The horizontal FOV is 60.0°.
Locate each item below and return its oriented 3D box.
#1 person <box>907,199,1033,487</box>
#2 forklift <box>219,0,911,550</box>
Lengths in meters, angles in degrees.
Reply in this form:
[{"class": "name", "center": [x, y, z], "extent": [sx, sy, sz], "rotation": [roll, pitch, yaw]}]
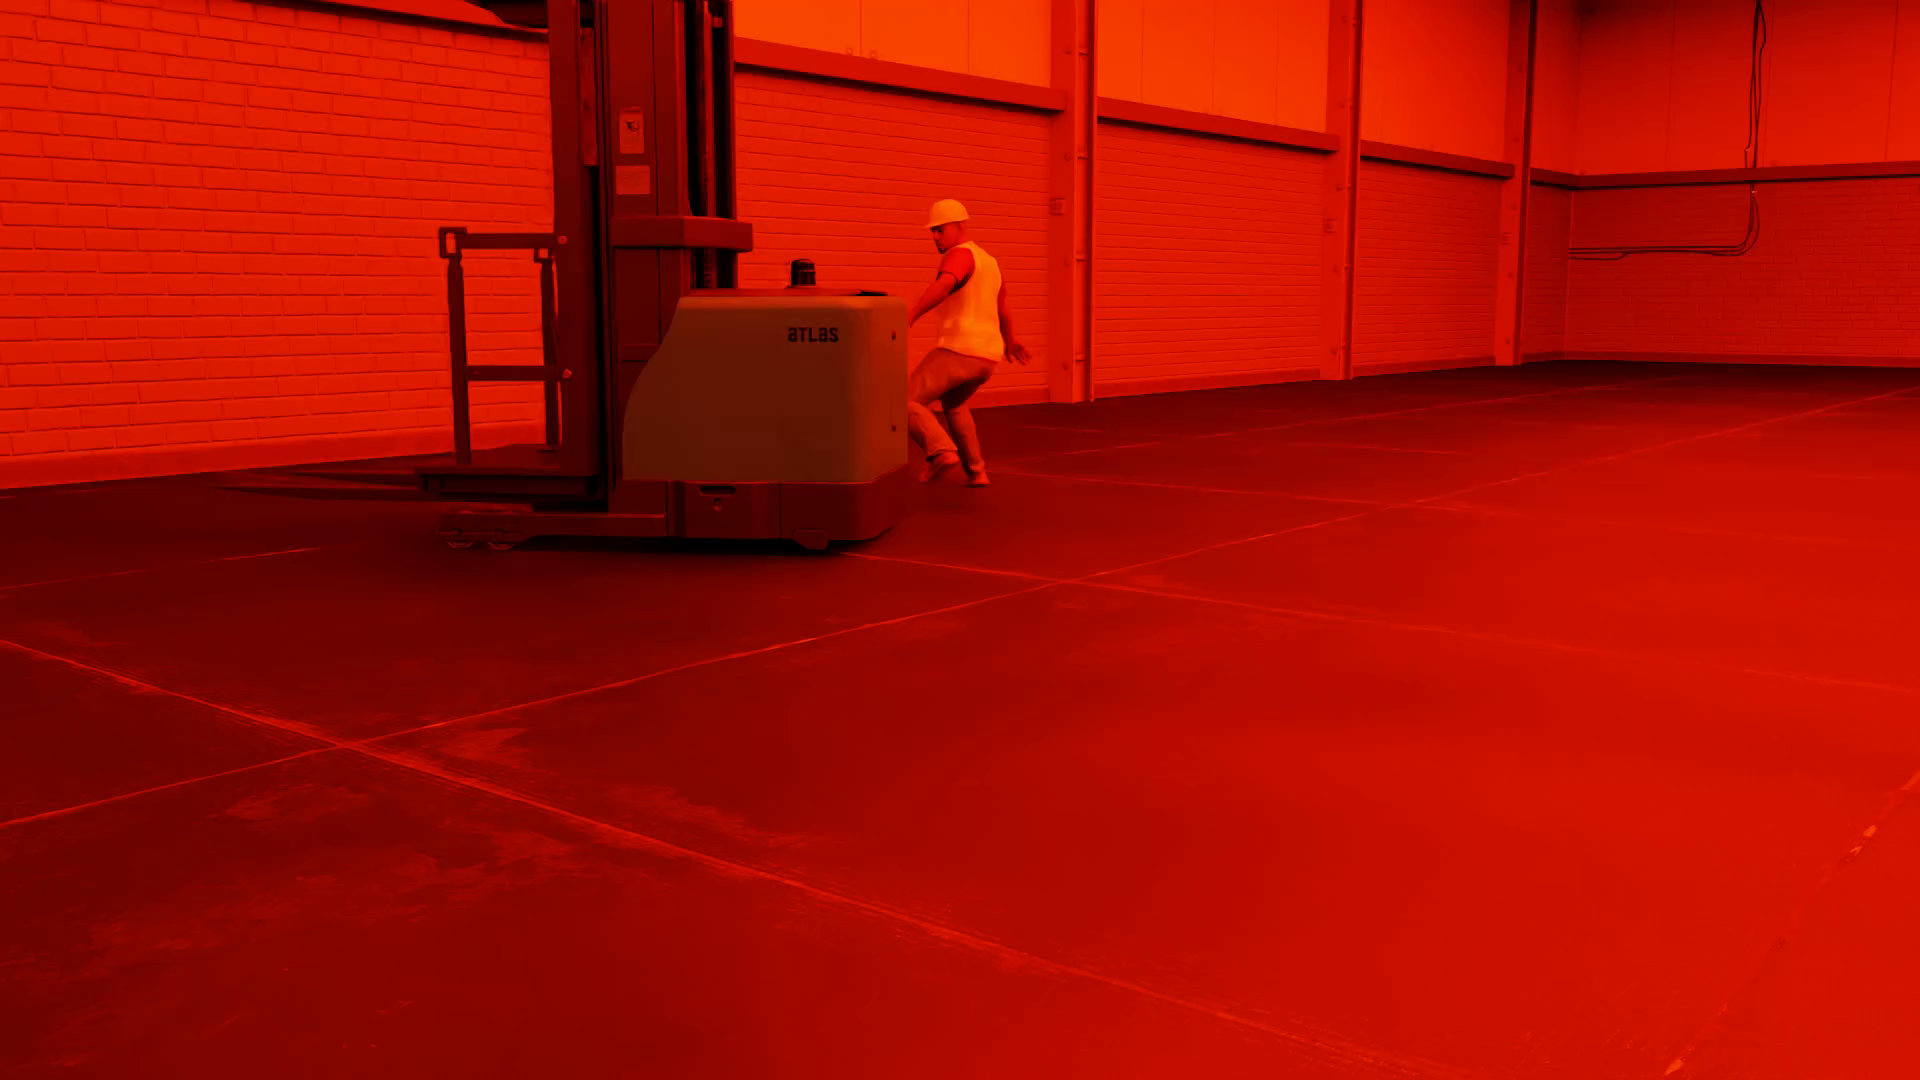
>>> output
[{"class": "person", "center": [0.014, -1.044, 9.187], "extent": [0.517, 1.653, 1.214], "rotation": [4, 9, 28]}, {"class": "forklift", "center": [-1.791, -1.482, 7.409], "extent": [3.031, 2.935, 1.130], "rotation": [1, 8, 9]}]
